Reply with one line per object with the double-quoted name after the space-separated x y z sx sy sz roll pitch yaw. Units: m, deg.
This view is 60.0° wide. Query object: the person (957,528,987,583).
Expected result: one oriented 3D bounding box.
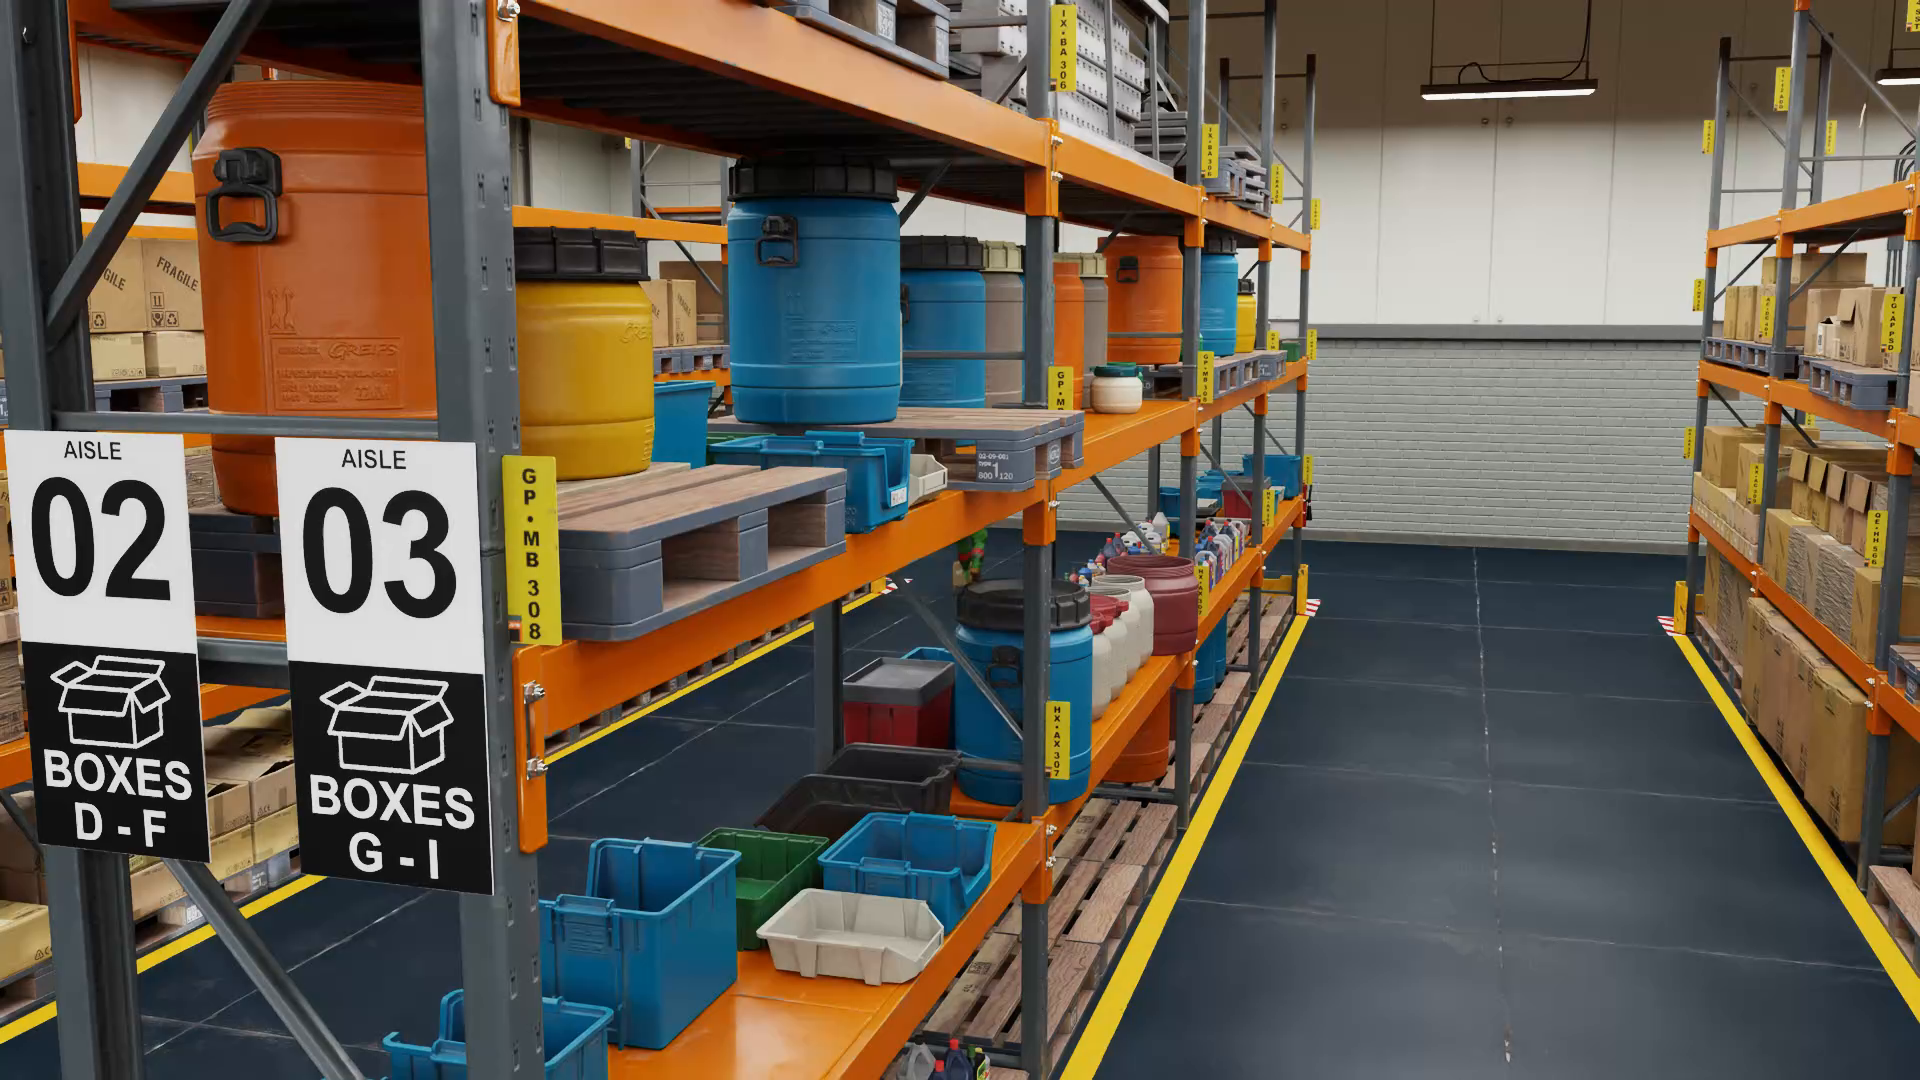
0.071 -0.317 19.890 0.542 1.739 0.949 0 8 3 "person"
